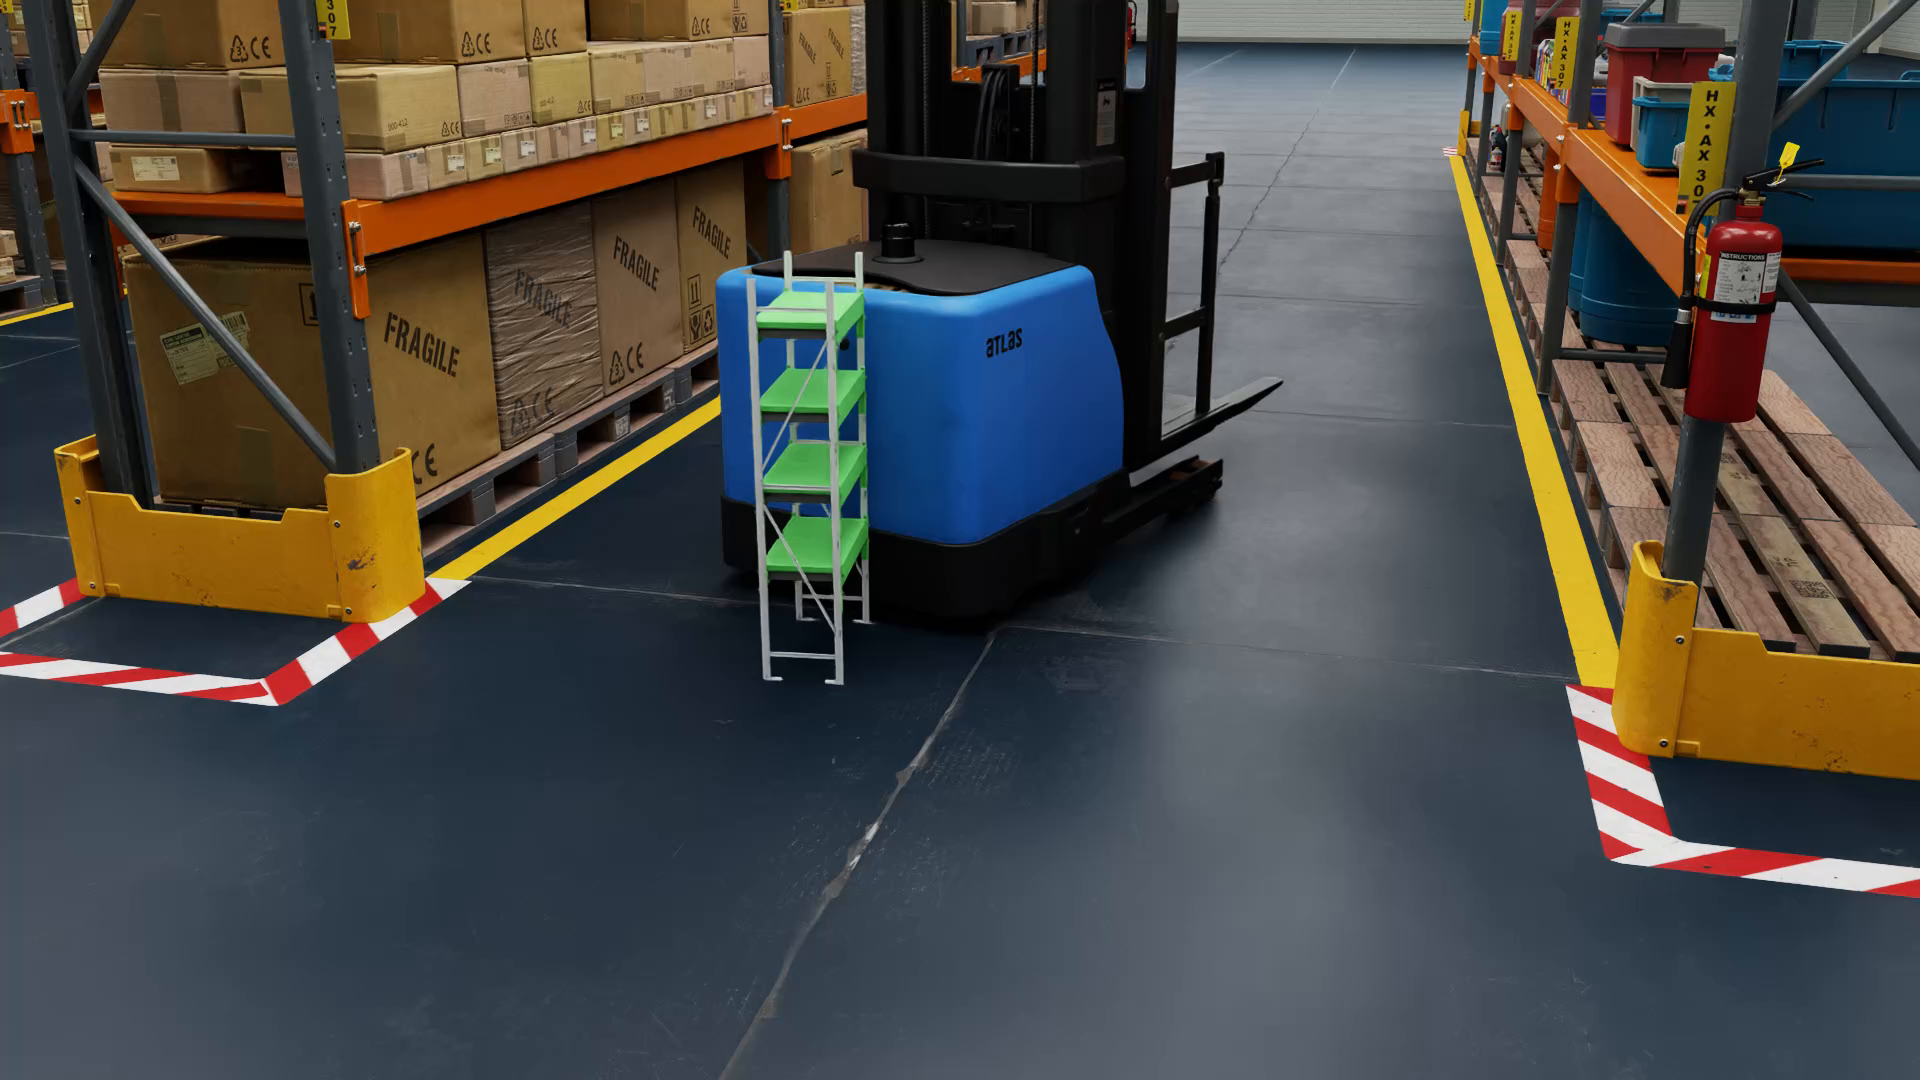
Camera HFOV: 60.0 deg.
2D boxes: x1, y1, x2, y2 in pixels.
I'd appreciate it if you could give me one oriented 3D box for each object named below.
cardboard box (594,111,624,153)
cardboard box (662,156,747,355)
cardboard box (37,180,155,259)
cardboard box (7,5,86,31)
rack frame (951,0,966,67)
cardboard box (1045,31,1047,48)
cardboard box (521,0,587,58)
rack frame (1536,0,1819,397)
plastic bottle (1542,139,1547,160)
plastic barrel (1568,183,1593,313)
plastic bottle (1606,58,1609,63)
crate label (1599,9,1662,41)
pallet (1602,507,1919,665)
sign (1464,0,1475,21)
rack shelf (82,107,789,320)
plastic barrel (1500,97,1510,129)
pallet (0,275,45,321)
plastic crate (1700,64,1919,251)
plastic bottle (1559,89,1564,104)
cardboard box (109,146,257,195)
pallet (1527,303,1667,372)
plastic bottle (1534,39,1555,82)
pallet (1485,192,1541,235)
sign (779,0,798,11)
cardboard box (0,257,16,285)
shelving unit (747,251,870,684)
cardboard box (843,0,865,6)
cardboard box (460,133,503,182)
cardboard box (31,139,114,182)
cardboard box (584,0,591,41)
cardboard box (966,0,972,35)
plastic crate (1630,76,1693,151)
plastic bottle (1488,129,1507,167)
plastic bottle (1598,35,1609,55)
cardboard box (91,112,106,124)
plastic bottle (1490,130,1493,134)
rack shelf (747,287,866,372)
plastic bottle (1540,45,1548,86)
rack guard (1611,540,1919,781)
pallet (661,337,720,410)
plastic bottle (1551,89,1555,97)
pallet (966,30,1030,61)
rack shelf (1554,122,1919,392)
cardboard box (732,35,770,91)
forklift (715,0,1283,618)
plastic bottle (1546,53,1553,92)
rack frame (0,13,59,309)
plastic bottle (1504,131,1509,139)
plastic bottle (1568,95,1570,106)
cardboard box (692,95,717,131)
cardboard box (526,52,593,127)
[{"bbox_3d":[-1.624,-1.699,6.910,0.380,0.149,0.250,4,19,12],"label":"cardboard box"},{"bbox_3d":[-1.667,-1.497,8.567,0.875,0.875,0.875,5,19,13],"label":"cardboard box"},{"bbox_3d":[-5.775,-2.154,11.071,0.500,0.500,0.500,5,20,16],"label":"cardboard box"},{"bbox_3d":[-5.671,-3.235,10.298,0.380,0.149,0.250,5,19,14],"label":"cardboard box"},{"bbox_3d":[-0.451,-3.758,12.549,1.000,3.000,0.127,5,19,13],"label":"rack frame"},{"bbox_3d":[0.871,-4.936,16.388,0.380,0.149,0.250,5,19,13],"label":"cardboard box"},{"bbox_3d":[-1.783,-2.124,6.377,0.500,0.500,0.500,4,19,12],"label":"cardboard box"},{"bbox_3d":[3.375,-2.113,7.734,1.000,3.000,0.127,5,19,13],"label":"rack frame"},{"bbox_3d":[5.929,-3.956,16.663,0.152,0.276,0.135,5,19,13],"label":"plastic bottle"},{"bbox_3d":[3.697,-1.710,9.150,0.600,0.901,0.708,5,19,13],"label":"plastic barrel"},{"bbox_3d":[3.467,-2.450,8.797,0.144,0.351,0.185,5,19,13],"label":"plastic bottle"},{"bbox_3d":[4.857,-3.674,12.248,0.502,0.435,0.616,5,19,13],"label":"crate label"},{"bbox_3d":[2.637,0.205,5.261,1.003,0.211,1.213,5,19,13],"label":"pallet"},{"bbox_3d":[5.774,-6.050,18.832,0.100,0.325,0.005,5,19,13],"label":"sign"},{"bbox_3d":[-1.917,-1.537,7.160,1.077,0.370,4.000,5,19,13],"label":"rack shelf"},{"bbox_3d":[6.220,-4.683,18.458,0.421,0.512,0.421,0,19,0],"label":"plastic barrel"},{"bbox_3d":[-6.343,-1.395,9.944,1.003,0.211,1.213,5,19,13],"label":"pallet"},{"bbox_3d":[2.298,-1.024,4.398,0.616,0.435,0.499,5,19,13],"label":"plastic crate"},{"bbox_3d":[3.460,-2.591,9.324,0.152,0.276,0.135,5,19,13],"label":"plastic bottle"},{"bbox_3d":[-2.638,-1.269,5.652,0.380,0.149,0.250,5,19,14],"label":"cardboard box"},{"bbox_3d":[3.604,-1.032,8.883,1.003,0.211,1.213,5,19,13],"label":"pallet"},{"bbox_3d":[3.933,-3.198,11.102,0.152,0.276,0.135,5,19,13],"label":"plastic bottle"},{"bbox_3d":[4.879,-2.668,13.673,1.003,0.211,1.213,5,19,13],"label":"pallet"},{"bbox_3d":[-0.890,-2.908,8.599,0.100,0.325,0.005,5,19,13],"label":"sign"},{"bbox_3d":[-5.978,-1.627,10.073,0.380,0.149,0.250,5,19,14],"label":"cardboard box"},{"bbox_3d":[-0.441,-0.225,4.990,0.258,1.200,0.503,2,19,6],"label":"shelving unit"},{"bbox_3d":[-0.964,-3.637,10.489,0.797,0.503,0.637,5,20,15],"label":"cardboard box"},{"bbox_3d":[-1.875,-1.378,5.969,0.380,0.149,0.250,4,19,12],"label":"cardboard box"},{"bbox_3d":[-5.776,-2.509,10.950,0.500,0.250,0.500,4,19,11],"label":"cardboard box"},{"bbox_3d":[-1.921,-2.645,7.903,0.500,0.500,0.500,5,19,13],"label":"cardboard box"},{"bbox_3d":[-0.318,-4.359,13.505,0.700,0.500,0.500,8,20,21],"label":"cardboard box"},{"bbox_3d":[2.823,-1.621,6.384,0.437,0.282,0.530,5,19,13],"label":"plastic crate"},{"bbox_3d":[5.207,-3.800,16.089,0.144,0.351,0.185,4,19,12],"label":"plastic bottle"},{"bbox_3d":[3.732,-2.779,9.760,0.144,0.351,0.185,5,19,13],"label":"plastic bottle"},{"bbox_3d":[-9.381,-4.359,17.726,0.950,0.372,0.625,6,20,17],"label":"cardboard box"},{"bbox_3d":[5.377,-3.976,16.722,0.152,0.276,0.135,5,19,14],"label":"plastic bottle"},{"bbox_3d":[-0.441,-0.619,4.856,0.258,0.148,0.480,2,19,6],"label":"rack shelf"},{"bbox_3d":[3.820,-3.053,10.677,0.152,0.276,0.135,5,19,13],"label":"plastic bottle"},{"bbox_3d":[2.404,0.332,4.442,1.175,0.500,0.348,5,19,13],"label":"rack guard"},{"bbox_3d":[-1.690,-0.953,8.650,1.003,0.211,1.213,5,19,13],"label":"pallet"},{"bbox_3d":[3.594,-2.763,9.829,0.152,0.276,0.135,5,19,13],"label":"plastic bottle"},{"bbox_3d":[-0.007,-4.291,14.406,1.003,0.211,1.213,5,19,13],"label":"pallet"},{"bbox_3d":[2.886,-1.146,6.015,1.077,0.370,4.000,5,19,13],"label":"rack shelf"},{"bbox_3d":[-1.281,-2.415,8.389,0.500,0.250,0.500,4,19,12],"label":"cardboard box"},{"bbox_3d":[0.397,-1.564,6.231,1.130,2.935,3.031,12,22,31],"label":"forklift"},{"bbox_3d":[3.676,-2.903,10.244,0.097,0.271,0.097,0,19,0],"label":"plastic bottle"},{"bbox_3d":[-6.213,-2.928,10.118,1.000,3.000,0.127,5,19,13],"label":"rack frame"},{"bbox_3d":[5.439,-3.929,16.573,0.061,0.283,0.133,5,19,13],"label":"plastic bottle"},{"bbox_3d":[3.327,-2.462,8.830,0.144,0.351,0.185,5,19,13],"label":"plastic bottle"},{"bbox_3d":[-1.373,-2.022,7.856,0.380,0.149,0.250,5,19,14],"label":"cardboard box"},{"bbox_3d":[-1.779,-1.770,6.501,0.500,0.250,0.500,4,19,12],"label":"cardboard box"}]
